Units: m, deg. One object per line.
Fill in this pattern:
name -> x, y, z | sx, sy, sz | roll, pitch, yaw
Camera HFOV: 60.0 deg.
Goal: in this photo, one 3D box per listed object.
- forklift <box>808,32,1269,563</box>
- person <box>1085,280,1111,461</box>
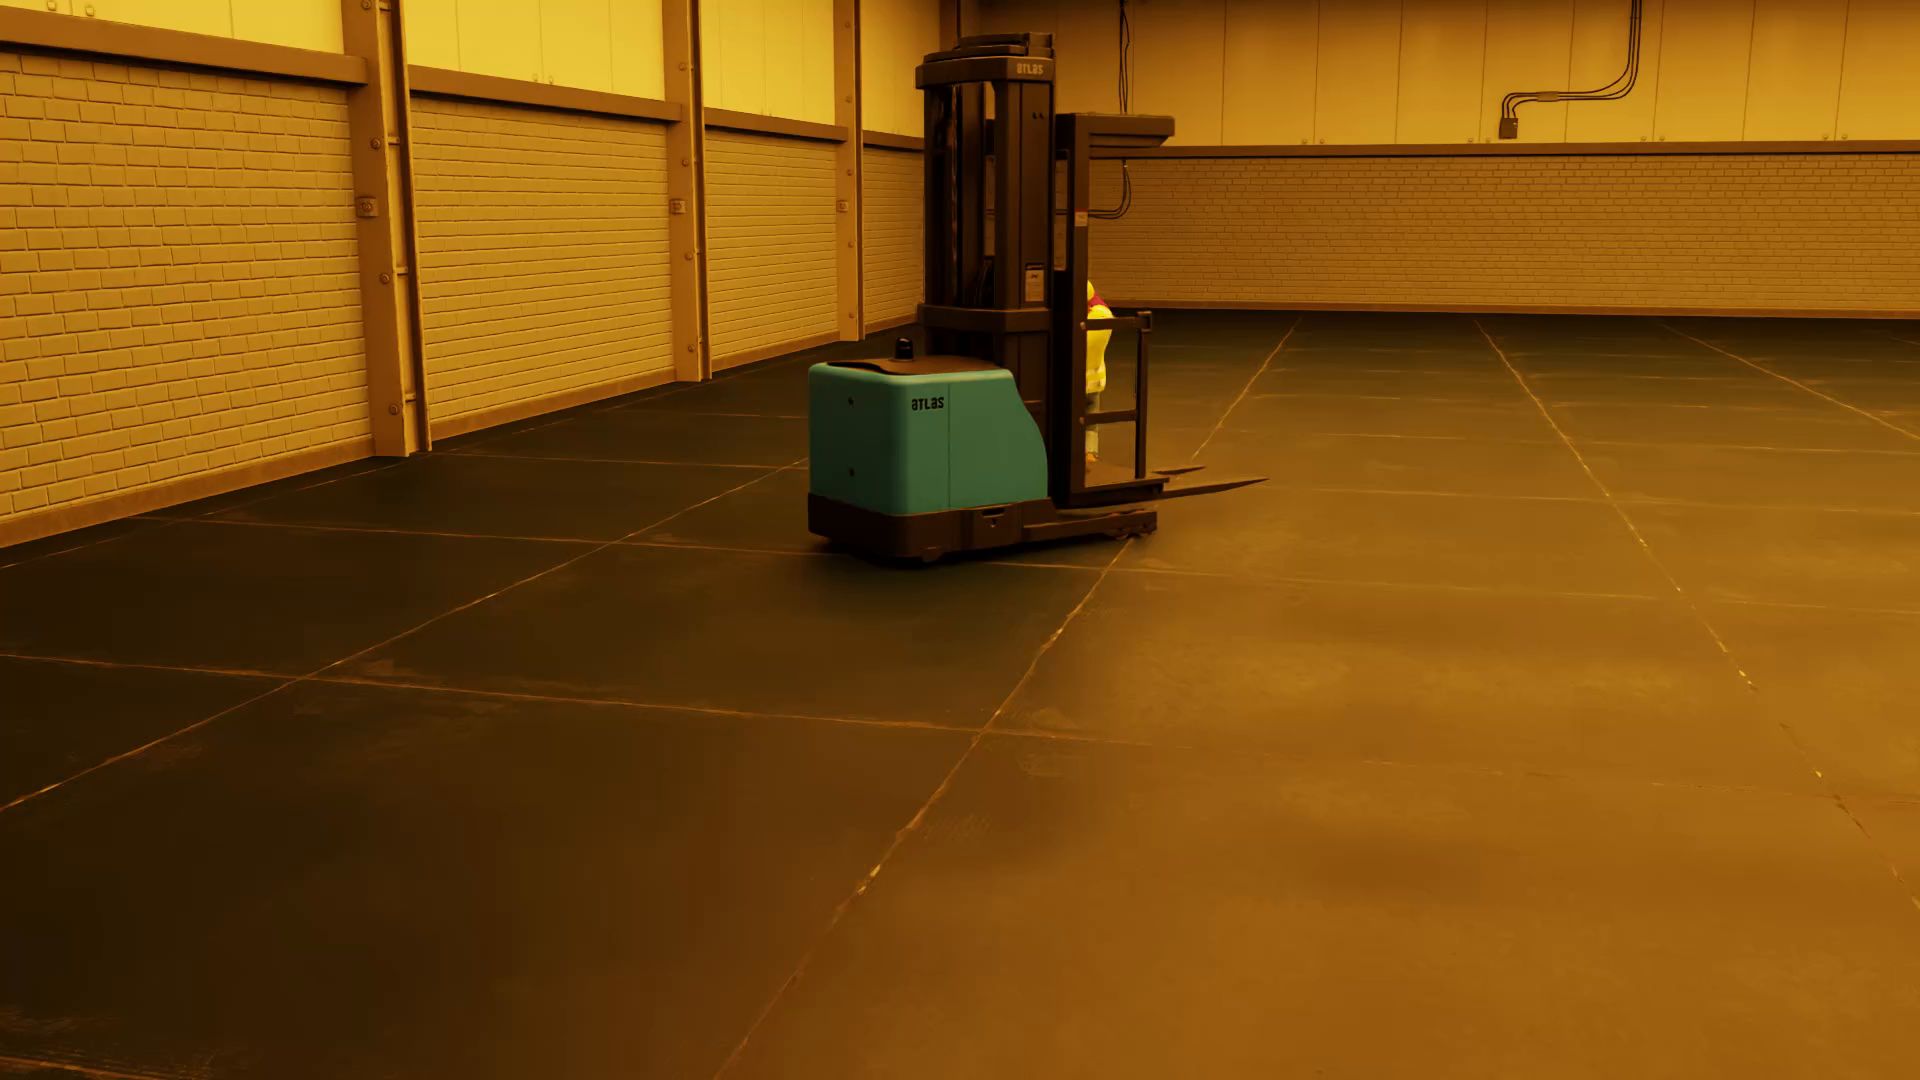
forklift -> 0.599, -1.511, 10.142 | 3.031, 2.935, 1.130 | -8, 14, -33
person -> 0.597, -1.230, 12.489 | 1.050, 1.475, 0.921 | -6, 13, -26
